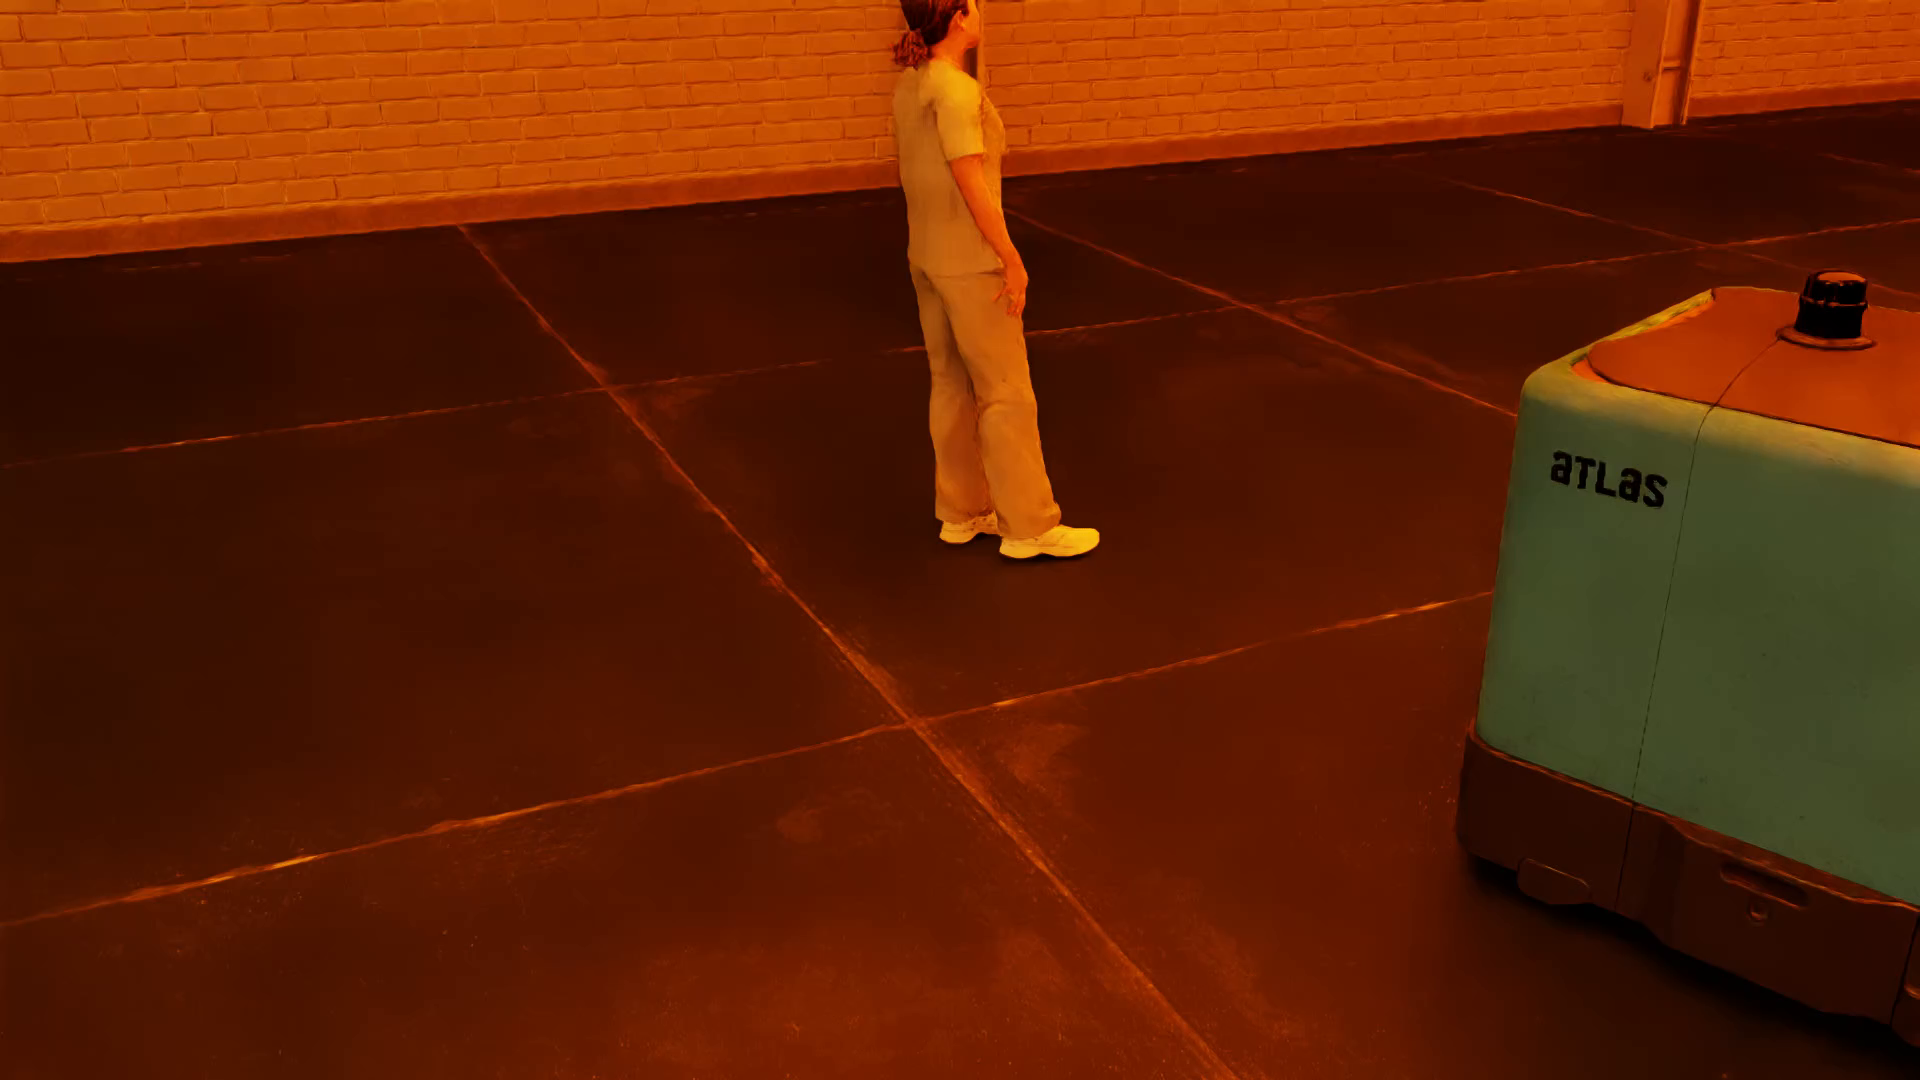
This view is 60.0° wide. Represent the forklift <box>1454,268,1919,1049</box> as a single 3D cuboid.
[{"bbox_3d":[2.442,-0.417,2.291,3.031,2.935,1.130,20,30,39],"label":"forklift"}]

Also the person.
[{"bbox_3d":[0.072,-0.788,4.800,0.548,1.674,0.550,-10,25,-23],"label":"person"}]
